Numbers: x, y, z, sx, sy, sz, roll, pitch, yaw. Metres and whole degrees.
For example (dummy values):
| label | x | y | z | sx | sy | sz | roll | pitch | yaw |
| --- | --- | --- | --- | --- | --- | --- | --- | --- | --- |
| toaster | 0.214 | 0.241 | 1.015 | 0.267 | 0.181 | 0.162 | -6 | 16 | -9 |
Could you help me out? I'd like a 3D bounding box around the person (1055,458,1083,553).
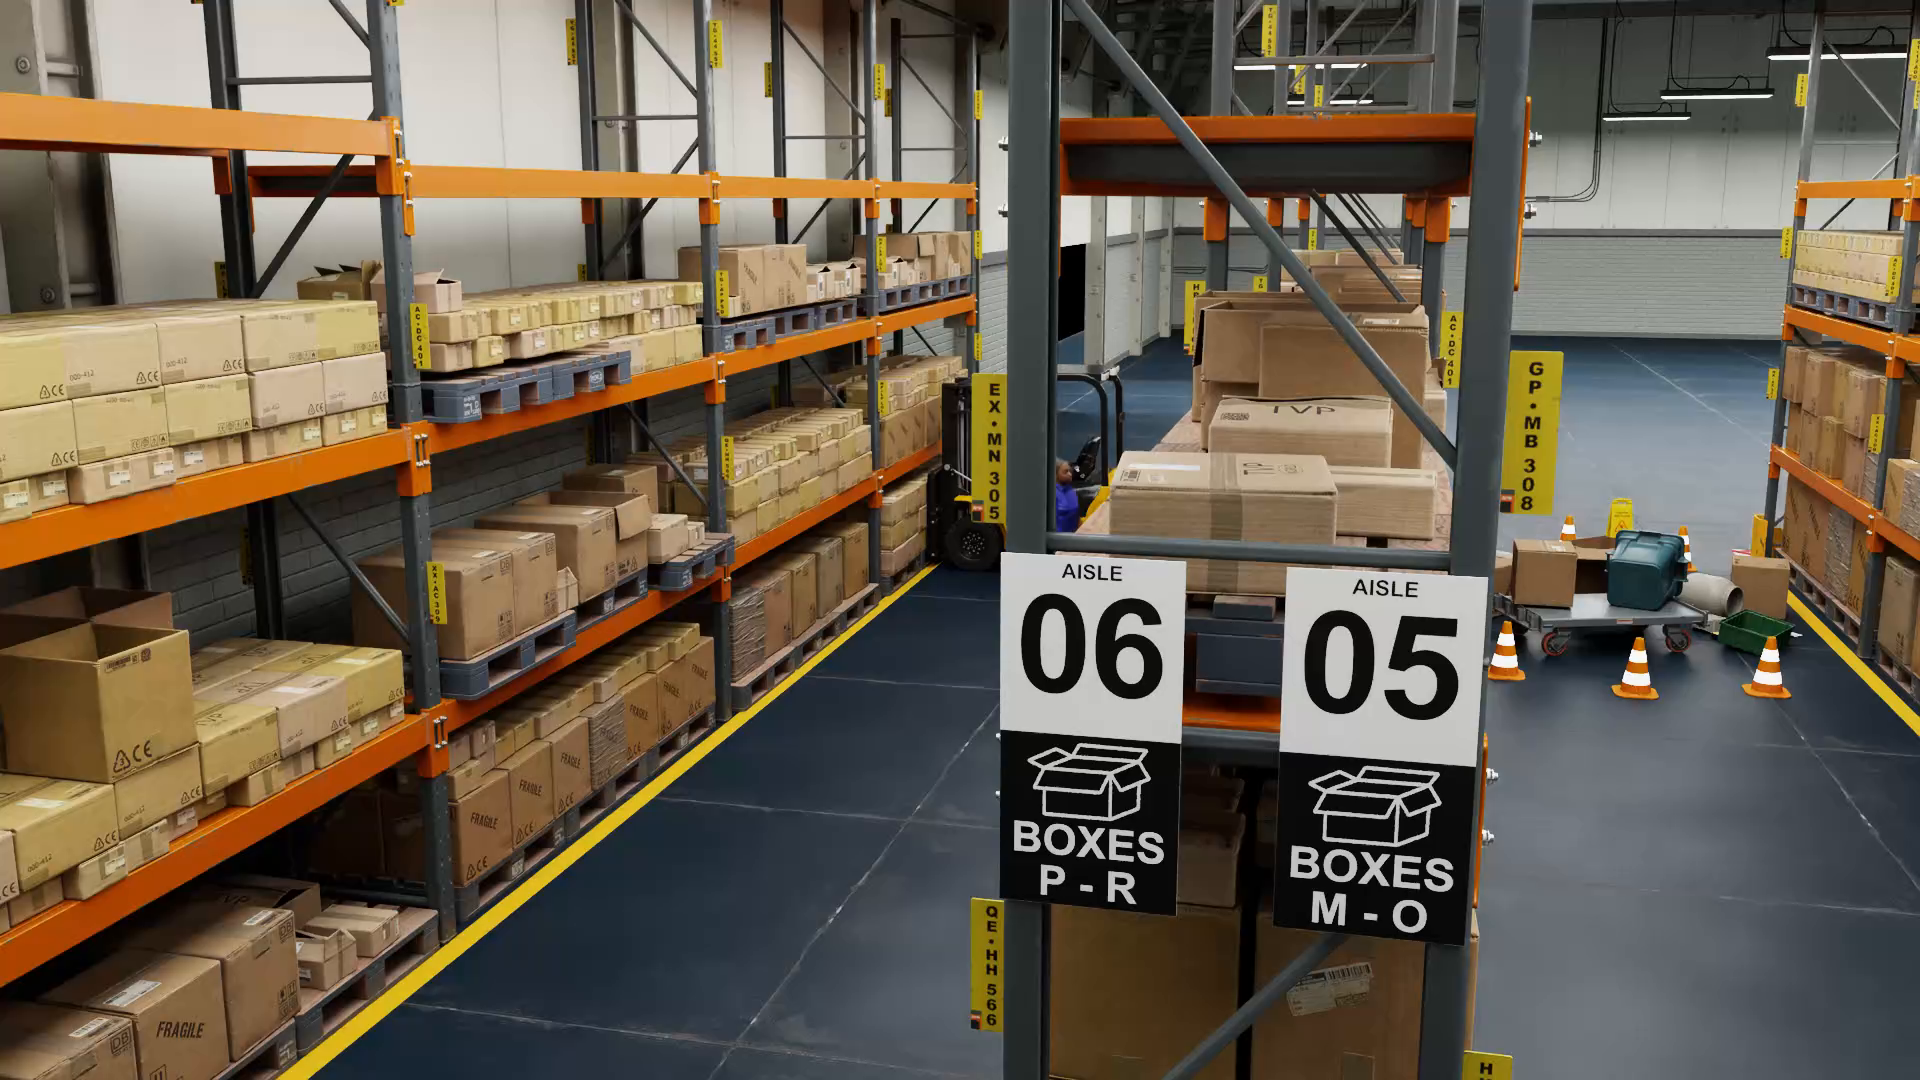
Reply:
| label | x | y | z | sx | sy | sz | roll | pitch | yaw |
| --- | --- | --- | --- | --- | --- | --- | --- | --- | --- |
| person | 0.981 | 0.093 | 14.979 | 0.523 | 1.653 | 0.506 | 9 | 15 | 38 |
